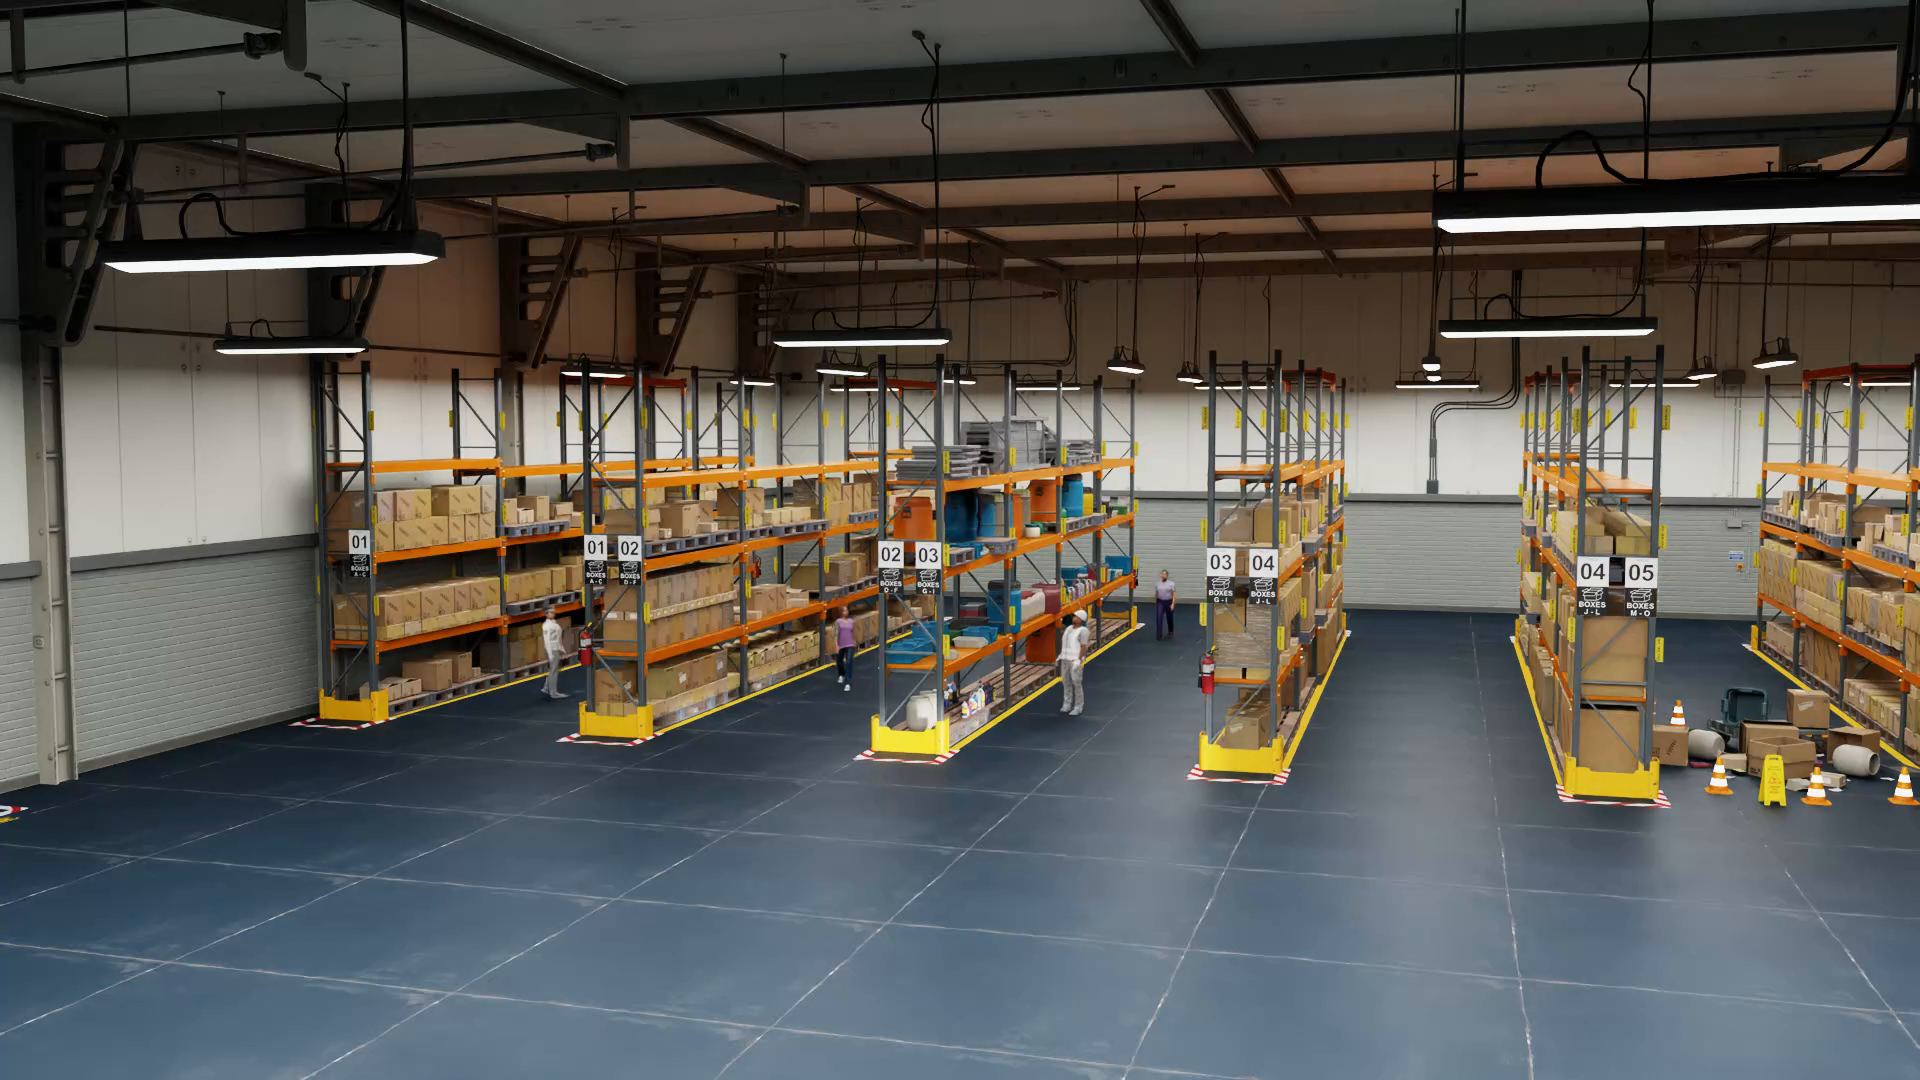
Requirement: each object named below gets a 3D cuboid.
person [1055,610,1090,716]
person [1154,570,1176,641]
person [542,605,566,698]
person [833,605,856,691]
[{"bbox_3d":[1.915,2.084,28.469,0.461,1.782,0.627,-4,6,-44],"label":"person"},{"bbox_3d":[4.693,1.478,38.086,0.491,1.597,0.944,1,4,10],"label":"person"},{"bbox_3d":[-7.343,2.008,30.052,0.450,1.688,0.495,-1,4,-13],"label":"person"},{"bbox_3d":[-2.145,1.999,30.988,0.401,1.539,0.782,0,4,4],"label":"person"}]
